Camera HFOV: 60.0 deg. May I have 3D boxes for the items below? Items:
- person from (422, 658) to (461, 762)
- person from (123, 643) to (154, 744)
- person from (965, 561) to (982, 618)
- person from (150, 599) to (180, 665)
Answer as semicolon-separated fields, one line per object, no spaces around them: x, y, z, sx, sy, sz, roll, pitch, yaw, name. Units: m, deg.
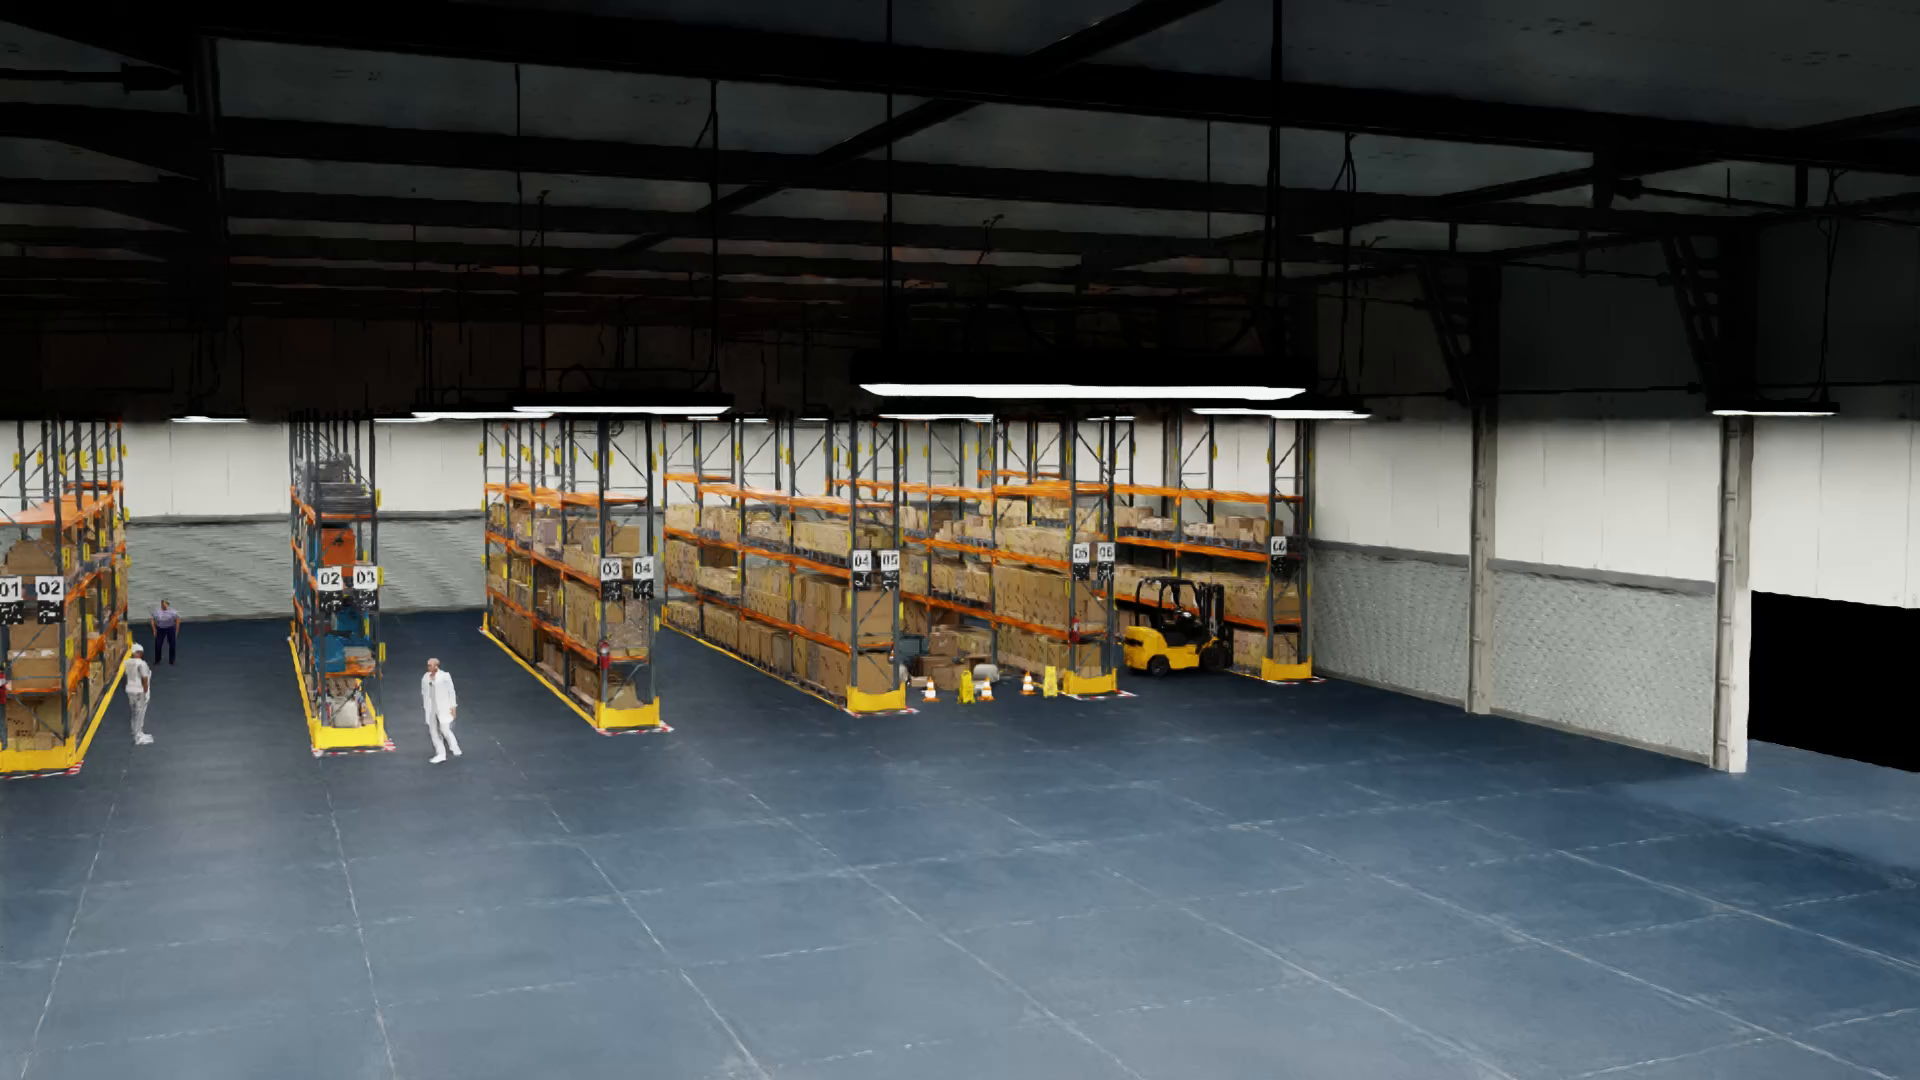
-8.818;2.911;28.257;0.619;1.673;0.599;1;4;12;person
-14.670;2.728;29.782;0.618;1.783;0.457;3;5;36;person
0.421;1.449;49.027;0.471;1.666;0.639;-1;4;-11;person
-18.848;2.172;39.438;0.625;1.596;0.517;-2;4;-26;person
